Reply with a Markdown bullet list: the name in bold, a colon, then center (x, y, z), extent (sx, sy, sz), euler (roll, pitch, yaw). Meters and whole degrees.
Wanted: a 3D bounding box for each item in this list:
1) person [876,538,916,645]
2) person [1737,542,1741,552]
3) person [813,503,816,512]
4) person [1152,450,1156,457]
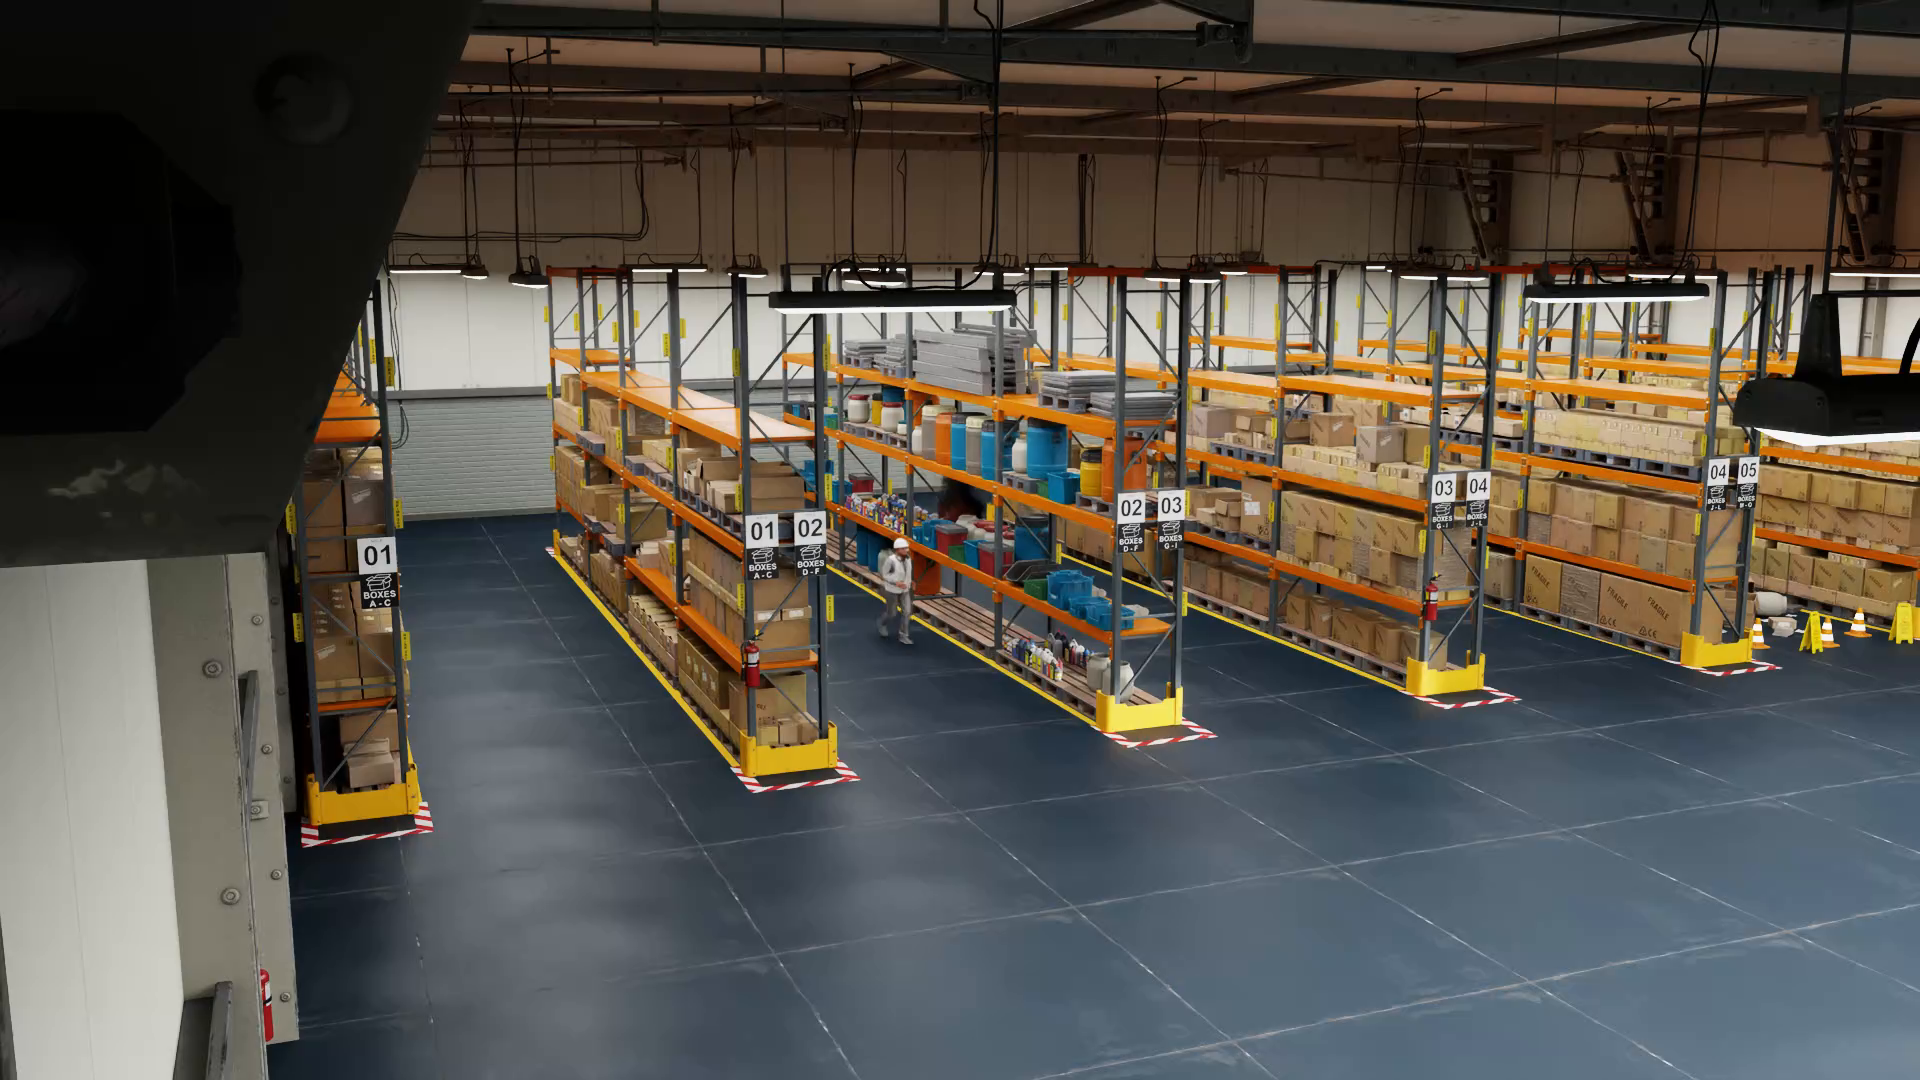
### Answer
- **person**: center (-1.066, 0.802, 27.077), extent (0.645, 1.740, 0.884), euler (-7, 12, -34)
- **person**: center (16.045, -0.500, 34.755), extent (0.575, 1.622, 0.866), euler (-5, 11, -28)
- **person**: center (-3.265, -0.983, 37.962), extent (0.475, 1.503, 0.542), euler (-1, 10, -4)
- **person**: center (4.542, -1.271, 38.963), extent (0.728, 1.773, 0.900), euler (-3, 10, -15)
